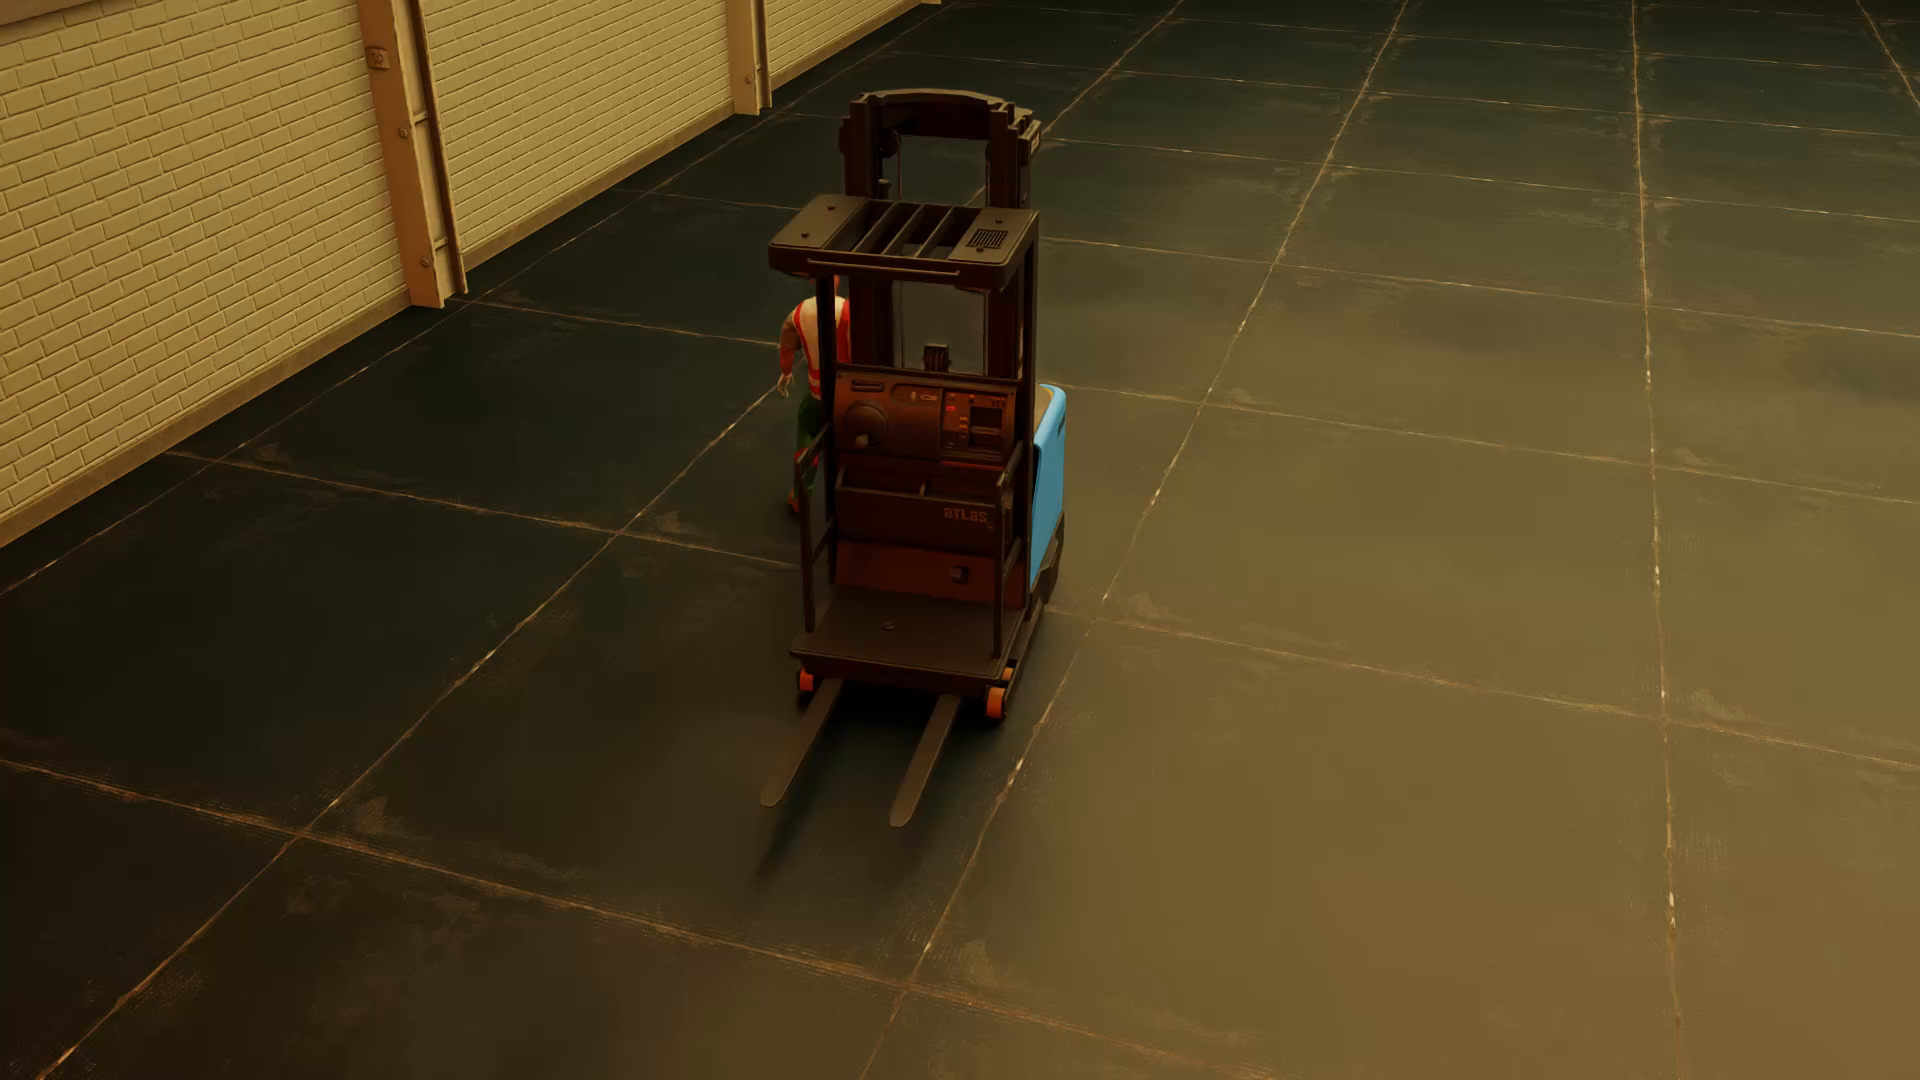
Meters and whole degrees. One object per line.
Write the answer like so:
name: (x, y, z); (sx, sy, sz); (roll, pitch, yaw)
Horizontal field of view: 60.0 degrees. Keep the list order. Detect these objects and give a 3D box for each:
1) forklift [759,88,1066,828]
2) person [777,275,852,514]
forklift: (-0.227, -0.567, 8.131); (1.130, 2.935, 3.031); (7, 30, 12)
person: (-0.705, -0.944, 10.009); (0.935, 1.660, 0.502); (12, 32, 20)
